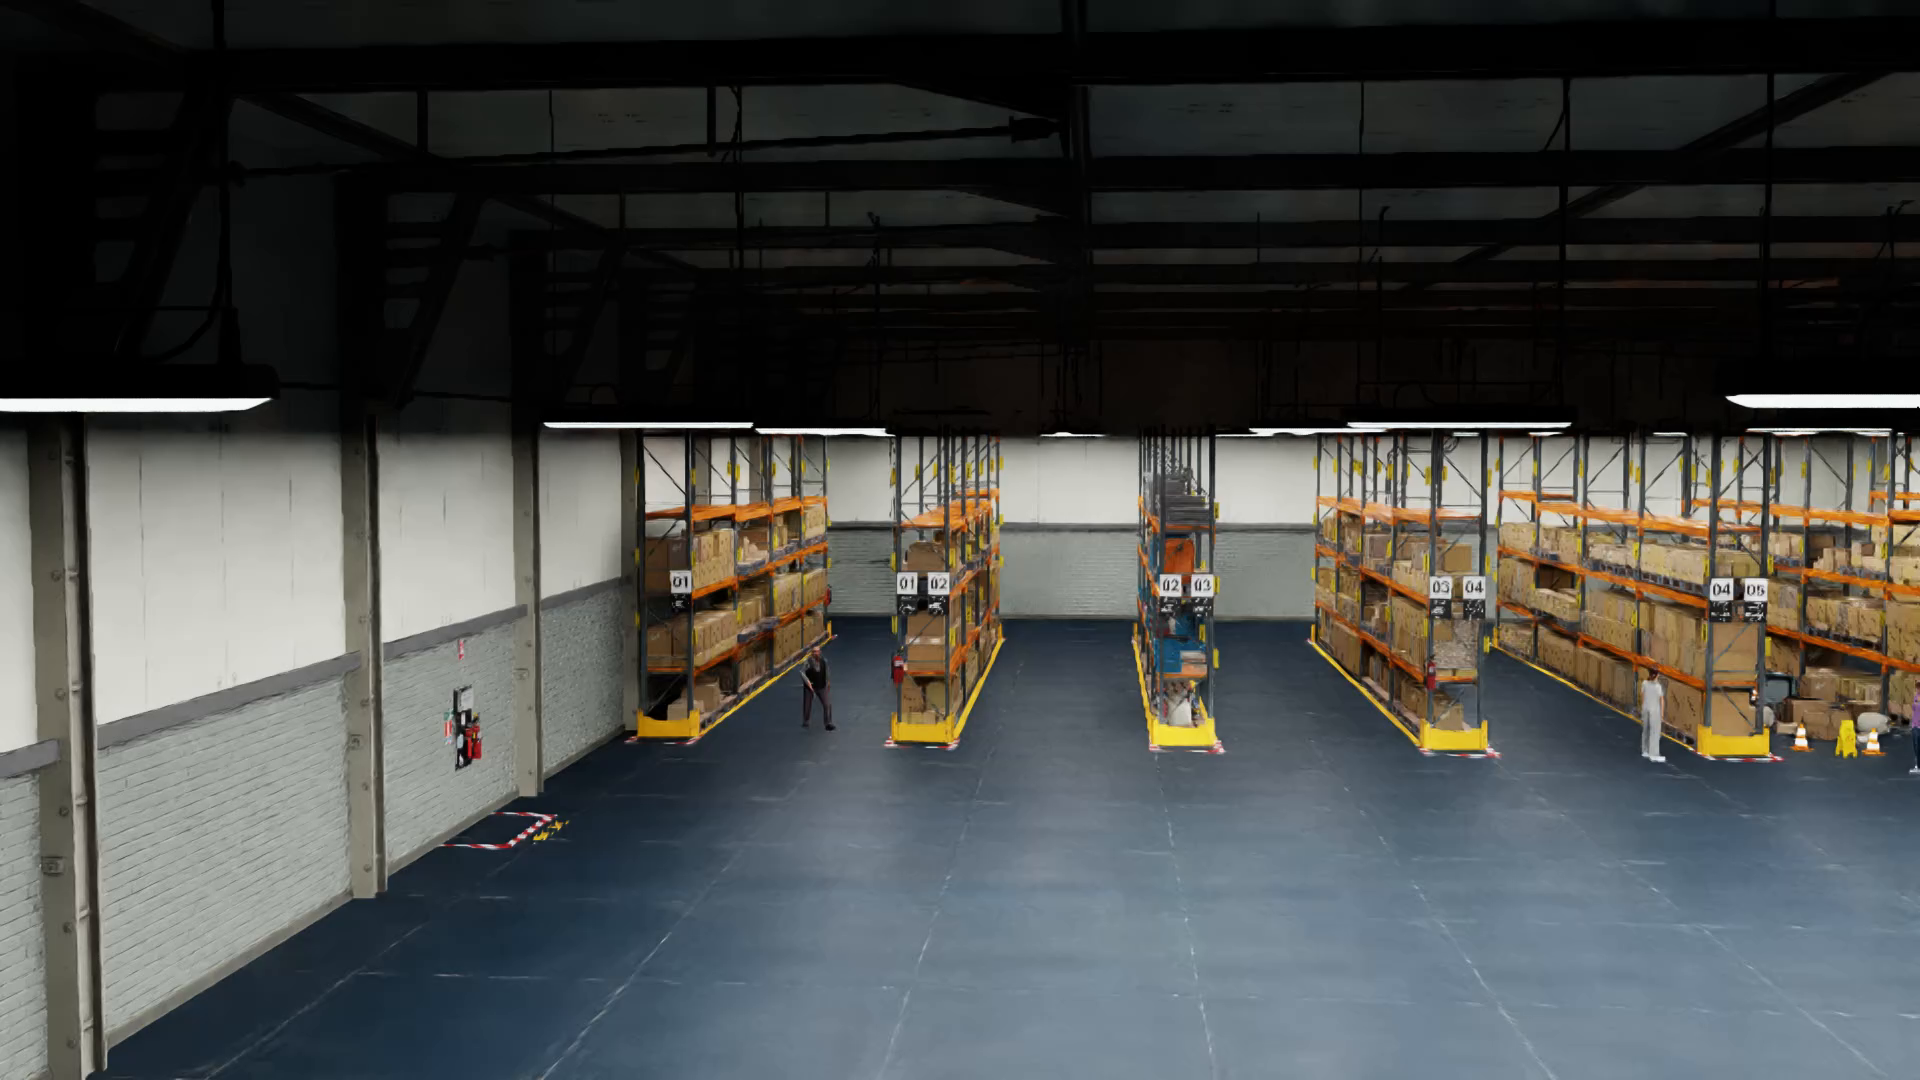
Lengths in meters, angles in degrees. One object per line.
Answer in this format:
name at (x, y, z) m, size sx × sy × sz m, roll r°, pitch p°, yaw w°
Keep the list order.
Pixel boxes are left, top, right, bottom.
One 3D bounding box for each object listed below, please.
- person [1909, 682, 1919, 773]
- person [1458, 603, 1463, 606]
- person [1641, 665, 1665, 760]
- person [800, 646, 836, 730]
person at (16.545, 3.211, 28.454) m, size 0.479 × 1.572 × 0.514 m, roll -1°, pitch 4°, yaw -18°
person at (13.557, 2.166, 44.302) m, size 0.677 × 1.742 × 0.551 m, roll 0°, pitch 3°, yaw 3°
person at (12.397, 3.058, 29.694) m, size 0.440 × 1.662 × 0.496 m, roll -2°, pitch 4°, yaw -27°
person at (-2.835, 2.892, 32.728) m, size 0.680 × 1.653 × 0.815 m, roll -1°, pitch 4°, yaw -15°
